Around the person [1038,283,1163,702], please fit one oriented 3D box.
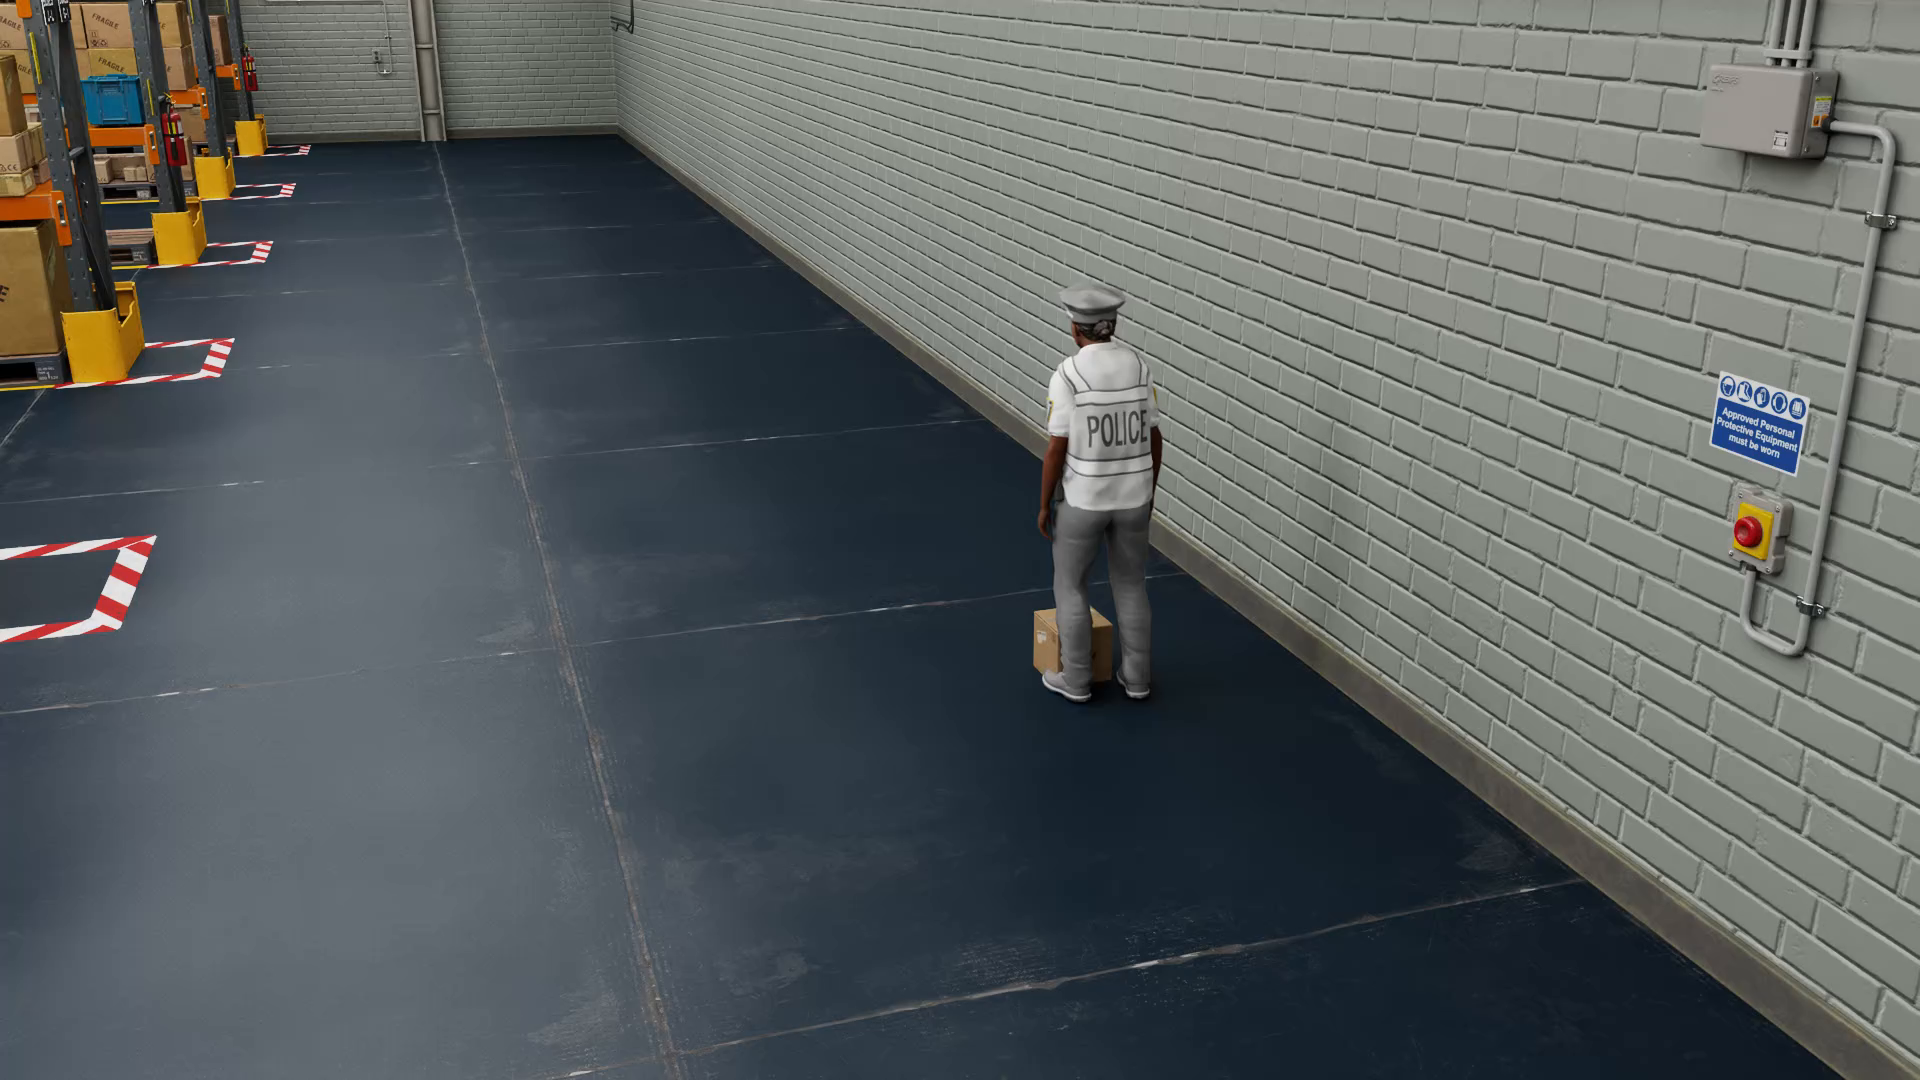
[{"bbox_3d":[0.548,-0.154,6.509,0.517,1.657,0.417,-7,20,-18],"label":"person"}]
